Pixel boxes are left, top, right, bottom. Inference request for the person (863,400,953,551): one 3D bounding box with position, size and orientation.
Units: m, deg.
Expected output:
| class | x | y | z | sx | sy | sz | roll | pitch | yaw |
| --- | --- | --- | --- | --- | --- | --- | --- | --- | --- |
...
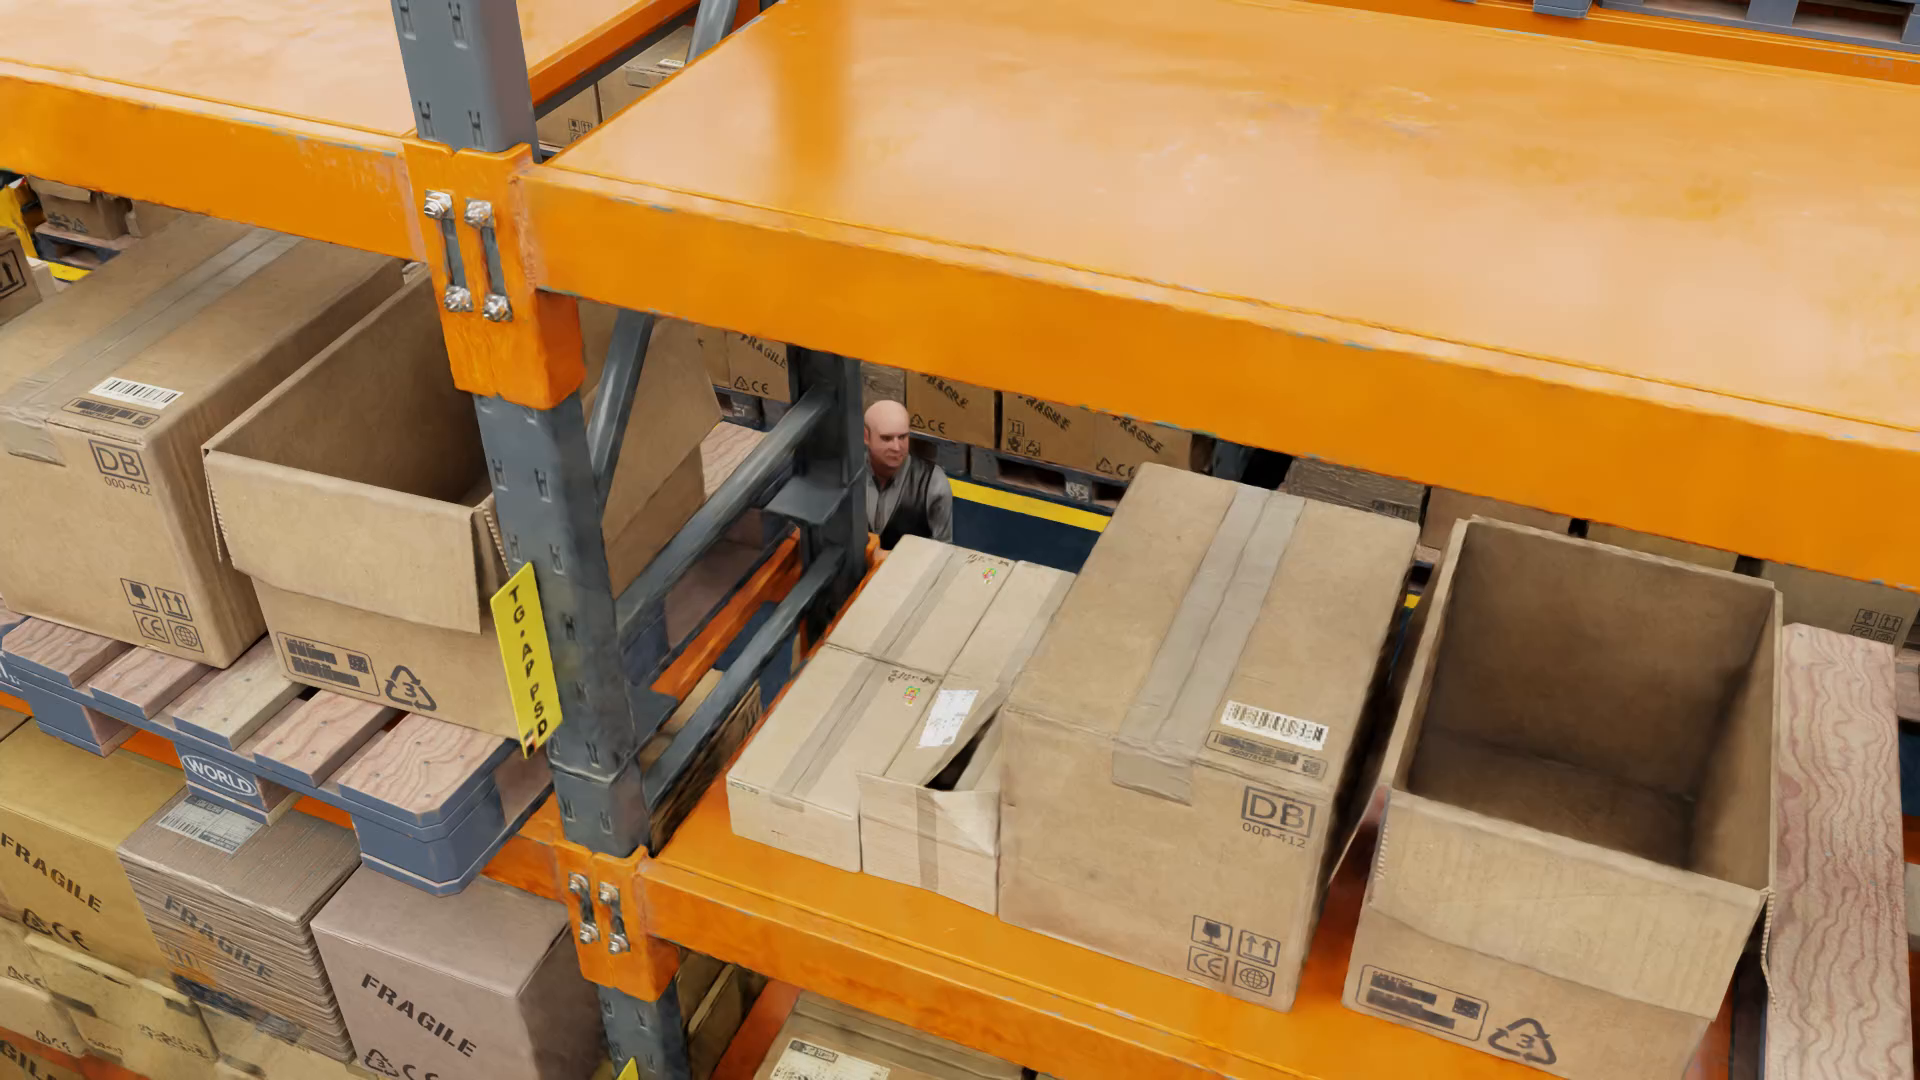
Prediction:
| class | x | y | z | sx | sy | sz | roll | pitch | yaw |
| --- | --- | --- | --- | --- | --- | --- | --- | --- | --- |
| person | -0.316 | 0.257 | 6.490 | 0.568 | 1.726 | 0.457 | 3 | 37 | 4 |
